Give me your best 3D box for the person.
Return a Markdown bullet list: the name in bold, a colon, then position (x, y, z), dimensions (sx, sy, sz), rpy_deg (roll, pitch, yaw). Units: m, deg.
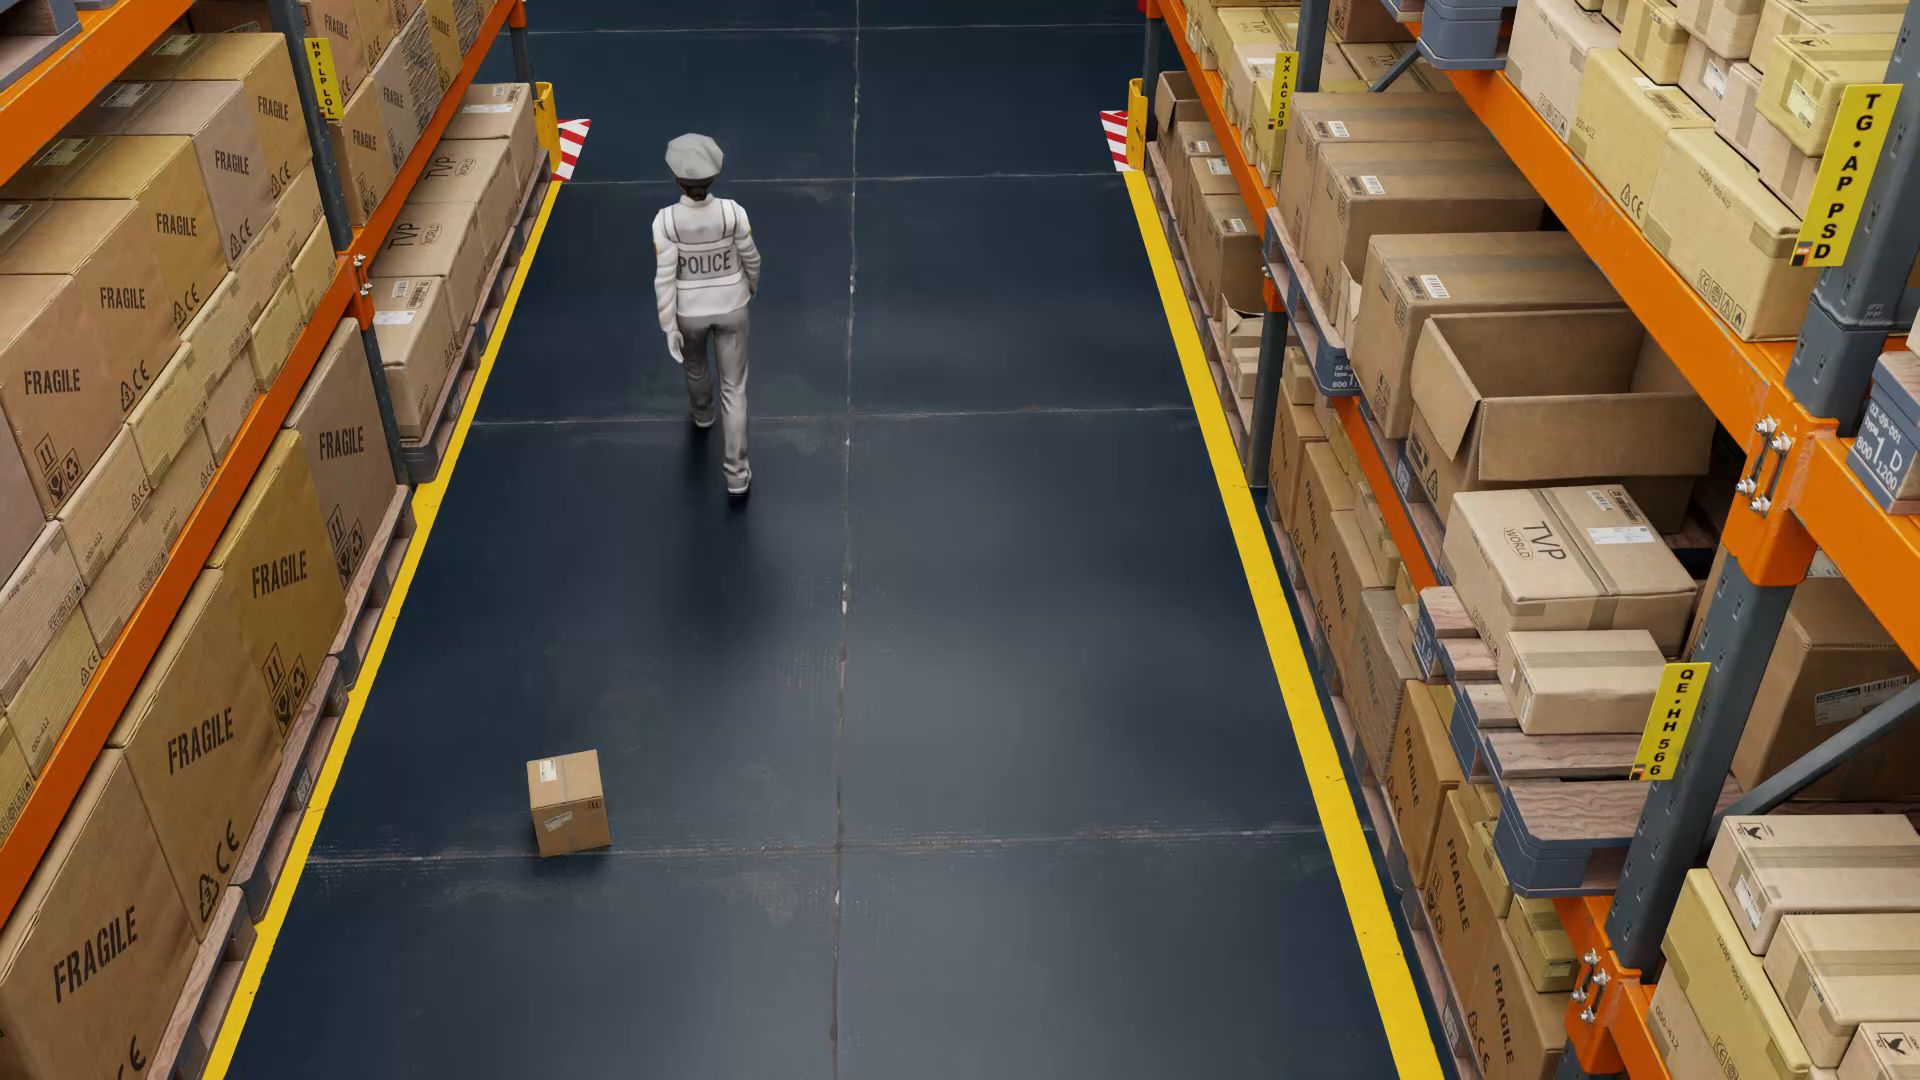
- **person**: position (-1.147, -1.113, 7.671), dimensions (0.482, 1.632, 0.979), rpy_deg (-4, 36, -6)
